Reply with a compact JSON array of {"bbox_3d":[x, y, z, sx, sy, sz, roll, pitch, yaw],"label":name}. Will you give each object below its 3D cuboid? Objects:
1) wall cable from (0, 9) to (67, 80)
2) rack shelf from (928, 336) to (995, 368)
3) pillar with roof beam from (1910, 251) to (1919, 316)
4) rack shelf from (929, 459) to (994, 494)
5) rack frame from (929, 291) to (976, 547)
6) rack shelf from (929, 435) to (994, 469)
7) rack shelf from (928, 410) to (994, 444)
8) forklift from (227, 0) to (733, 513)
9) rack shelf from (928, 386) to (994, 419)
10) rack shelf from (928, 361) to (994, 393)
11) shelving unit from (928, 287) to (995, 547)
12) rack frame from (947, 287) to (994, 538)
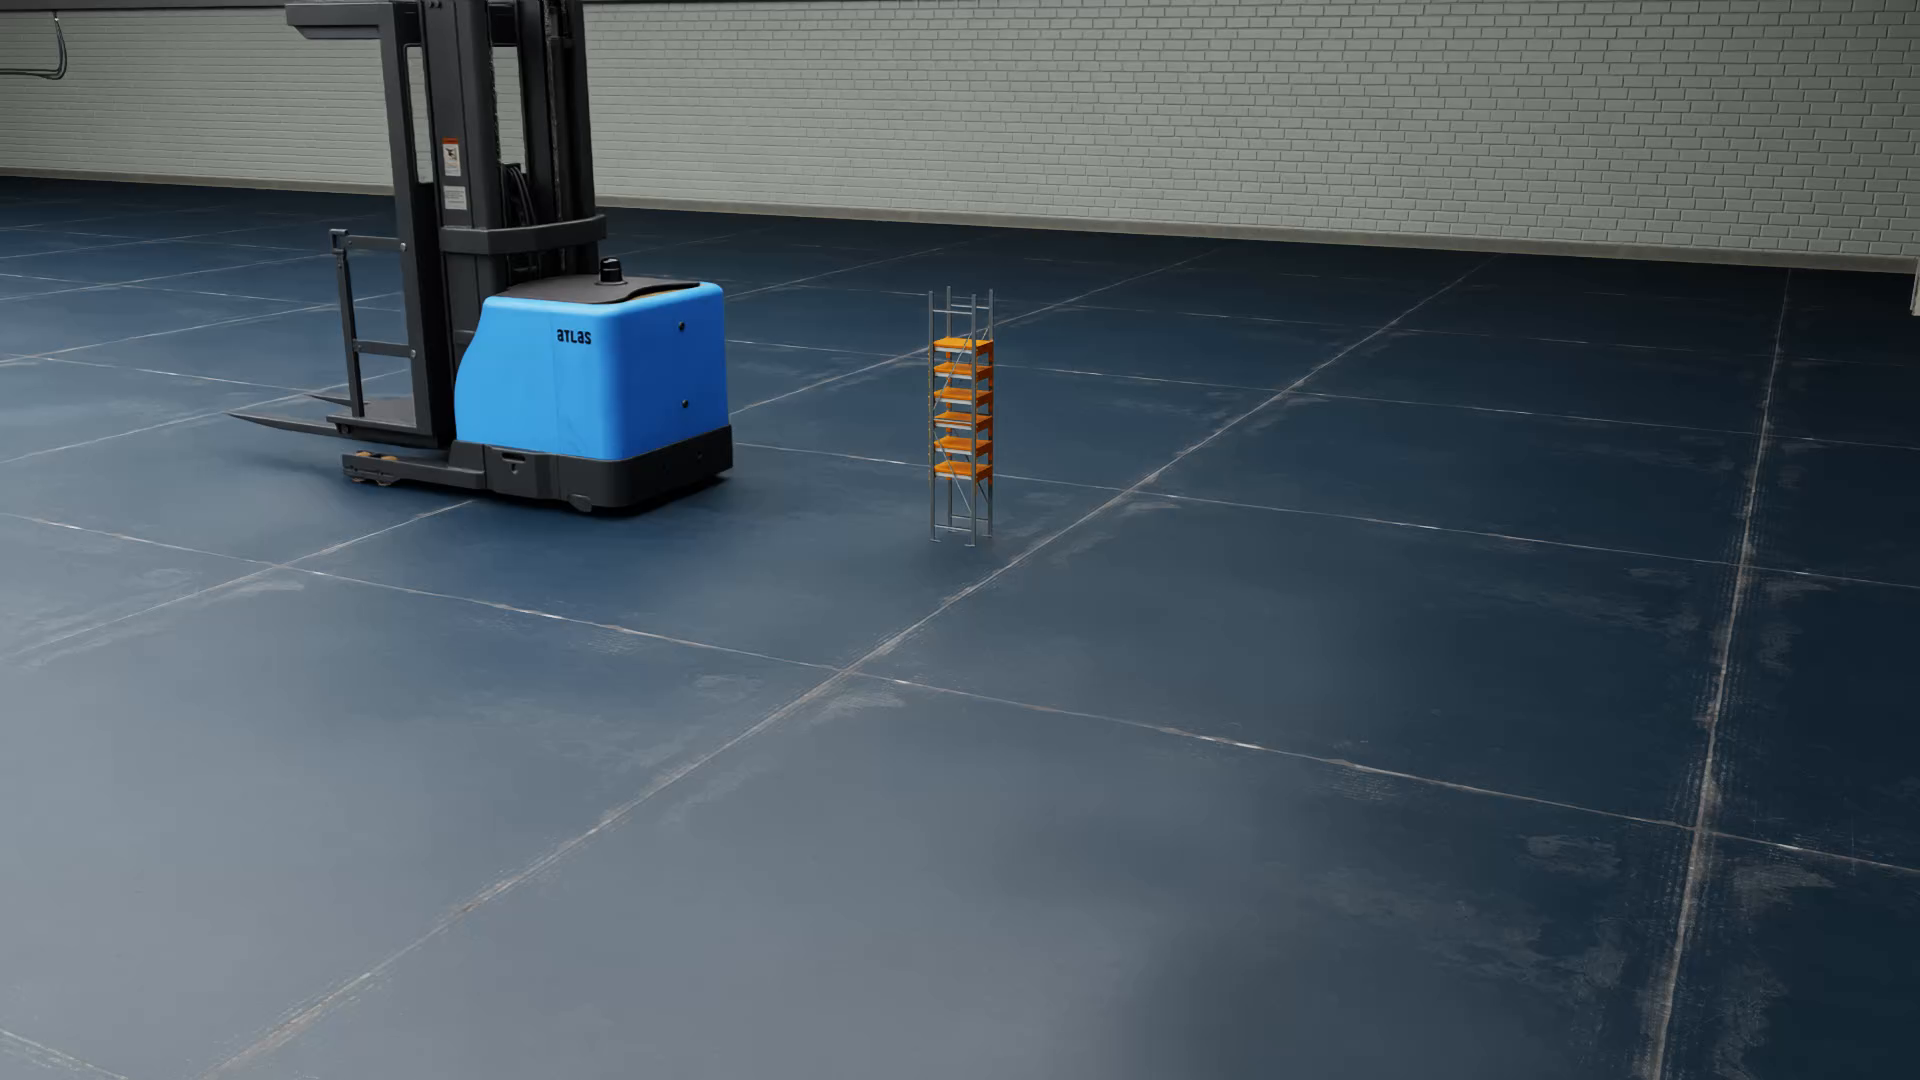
[{"bbox_3d":[-17.017,-9.440,29.455,3.097,2.526,0.112,8,18,25],"label":"wall cable"},{"bbox_3d":[0.006,-0.881,7.776,0.258,0.103,0.180,8,18,25],"label":"rack shelf"},{"bbox_3d":[4.813,-6.886,15.404,9.100,9.000,0.400,8,18,25],"label":"pillar with roof beam"},{"bbox_3d":[0.006,-0.306,7.947,0.258,0.103,0.180,8,18,25],"label":"rack shelf"},{"bbox_3d":[-0.034,-0.556,7.787,0.240,1.200,0.006,8,18,25],"label":"rack frame"},{"bbox_3d":[0.006,-0.421,7.913,0.258,0.103,0.180,8,18,25],"label":"rack shelf"},{"bbox_3d":[0.006,-0.536,7.879,0.258,0.103,0.180,8,18,25],"label":"rack shelf"},{"bbox_3d":[-2.794,-1.817,8.996,3.031,2.935,1.130,8,18,26],"label":"forklift"},{"bbox_3d":[0.006,-0.651,7.844,0.258,0.103,0.180,8,18,25],"label":"rack shelf"},{"bbox_3d":[0.006,-0.766,7.810,0.258,0.103,0.180,8,18,25],"label":"rack shelf"},{"bbox_3d":[0.006,-0.579,7.866,0.258,1.200,0.189,8,18,25],"label":"shelving unit"},{"bbox_3d":[0.047,-0.602,7.944,0.240,1.200,0.006,8,18,25],"label":"rack frame"}]
